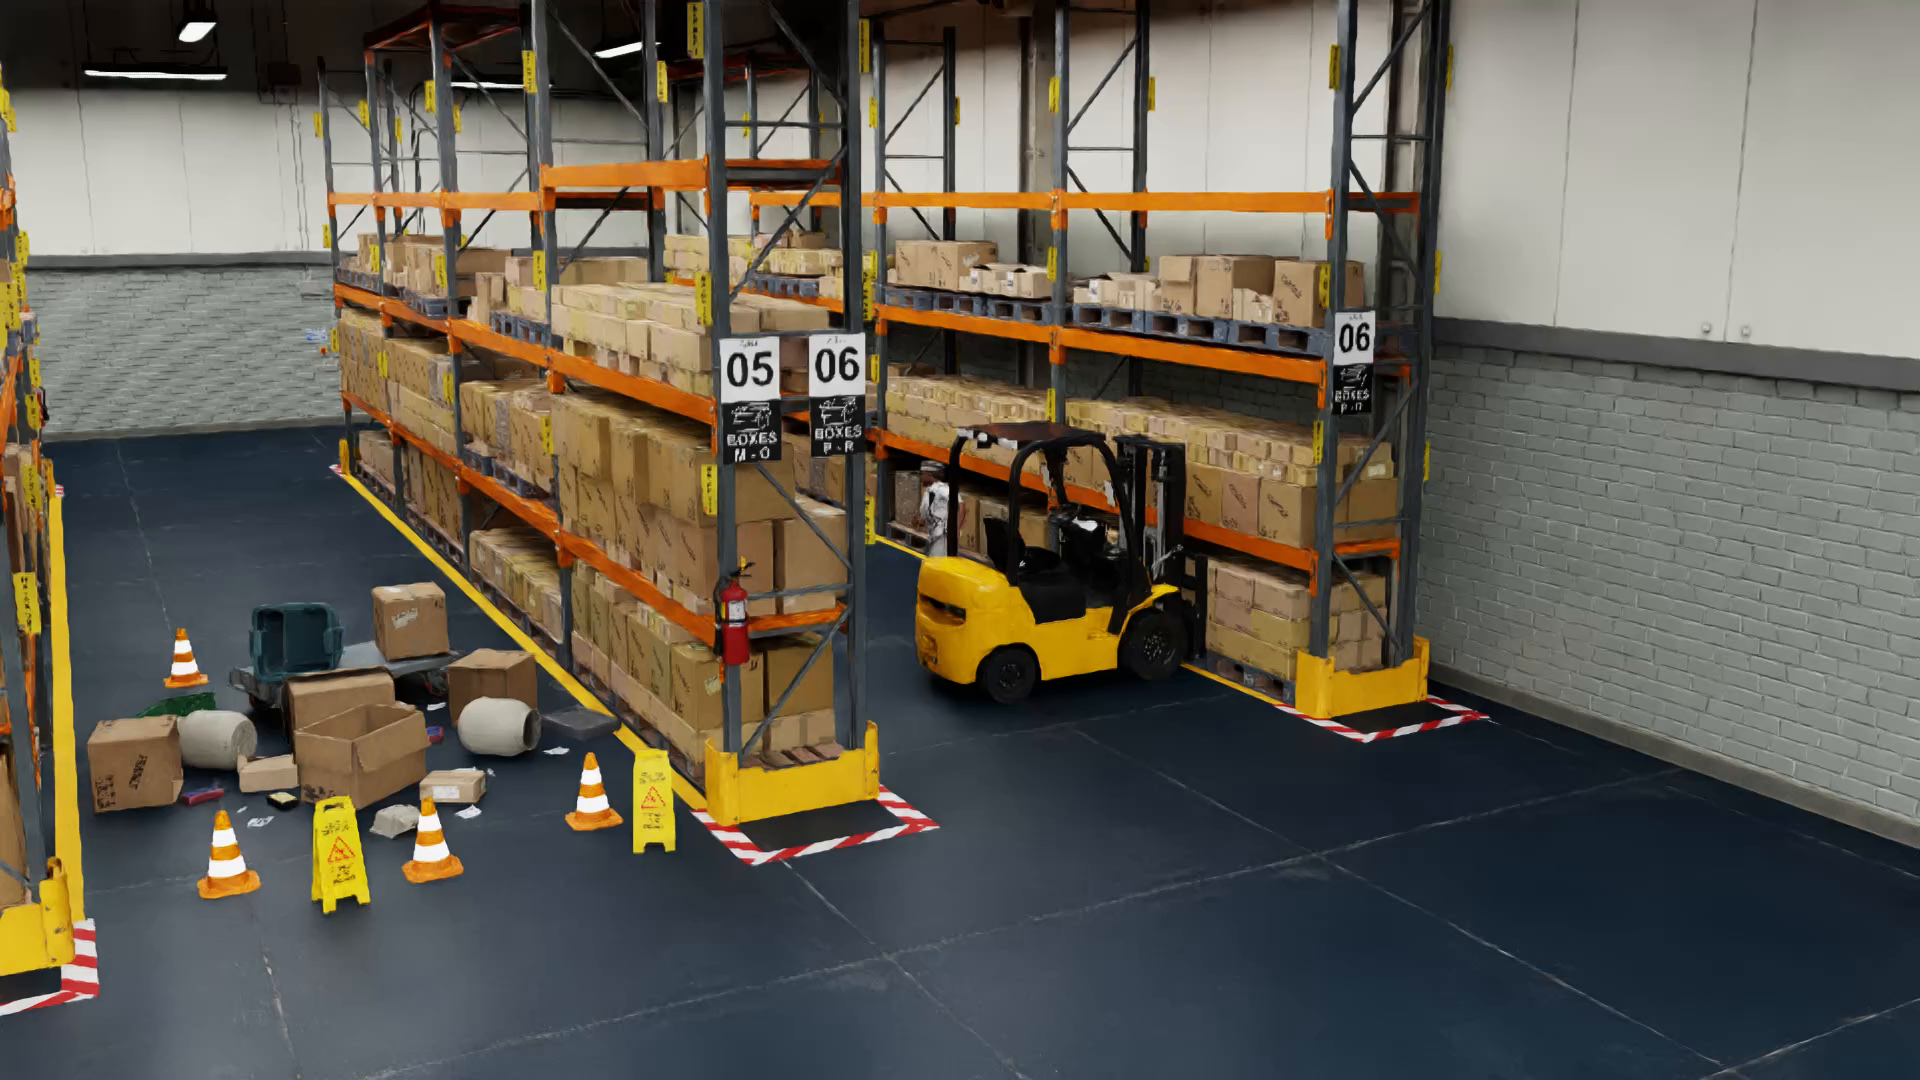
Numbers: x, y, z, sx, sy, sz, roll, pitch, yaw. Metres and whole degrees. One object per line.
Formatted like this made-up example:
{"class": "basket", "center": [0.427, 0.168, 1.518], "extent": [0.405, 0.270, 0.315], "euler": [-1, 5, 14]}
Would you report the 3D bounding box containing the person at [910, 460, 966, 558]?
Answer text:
{"class": "person", "center": [-0.208, 0.033, 16.037], "extent": [0.544, 1.554, 0.864], "euler": [-5, 13, -23]}
